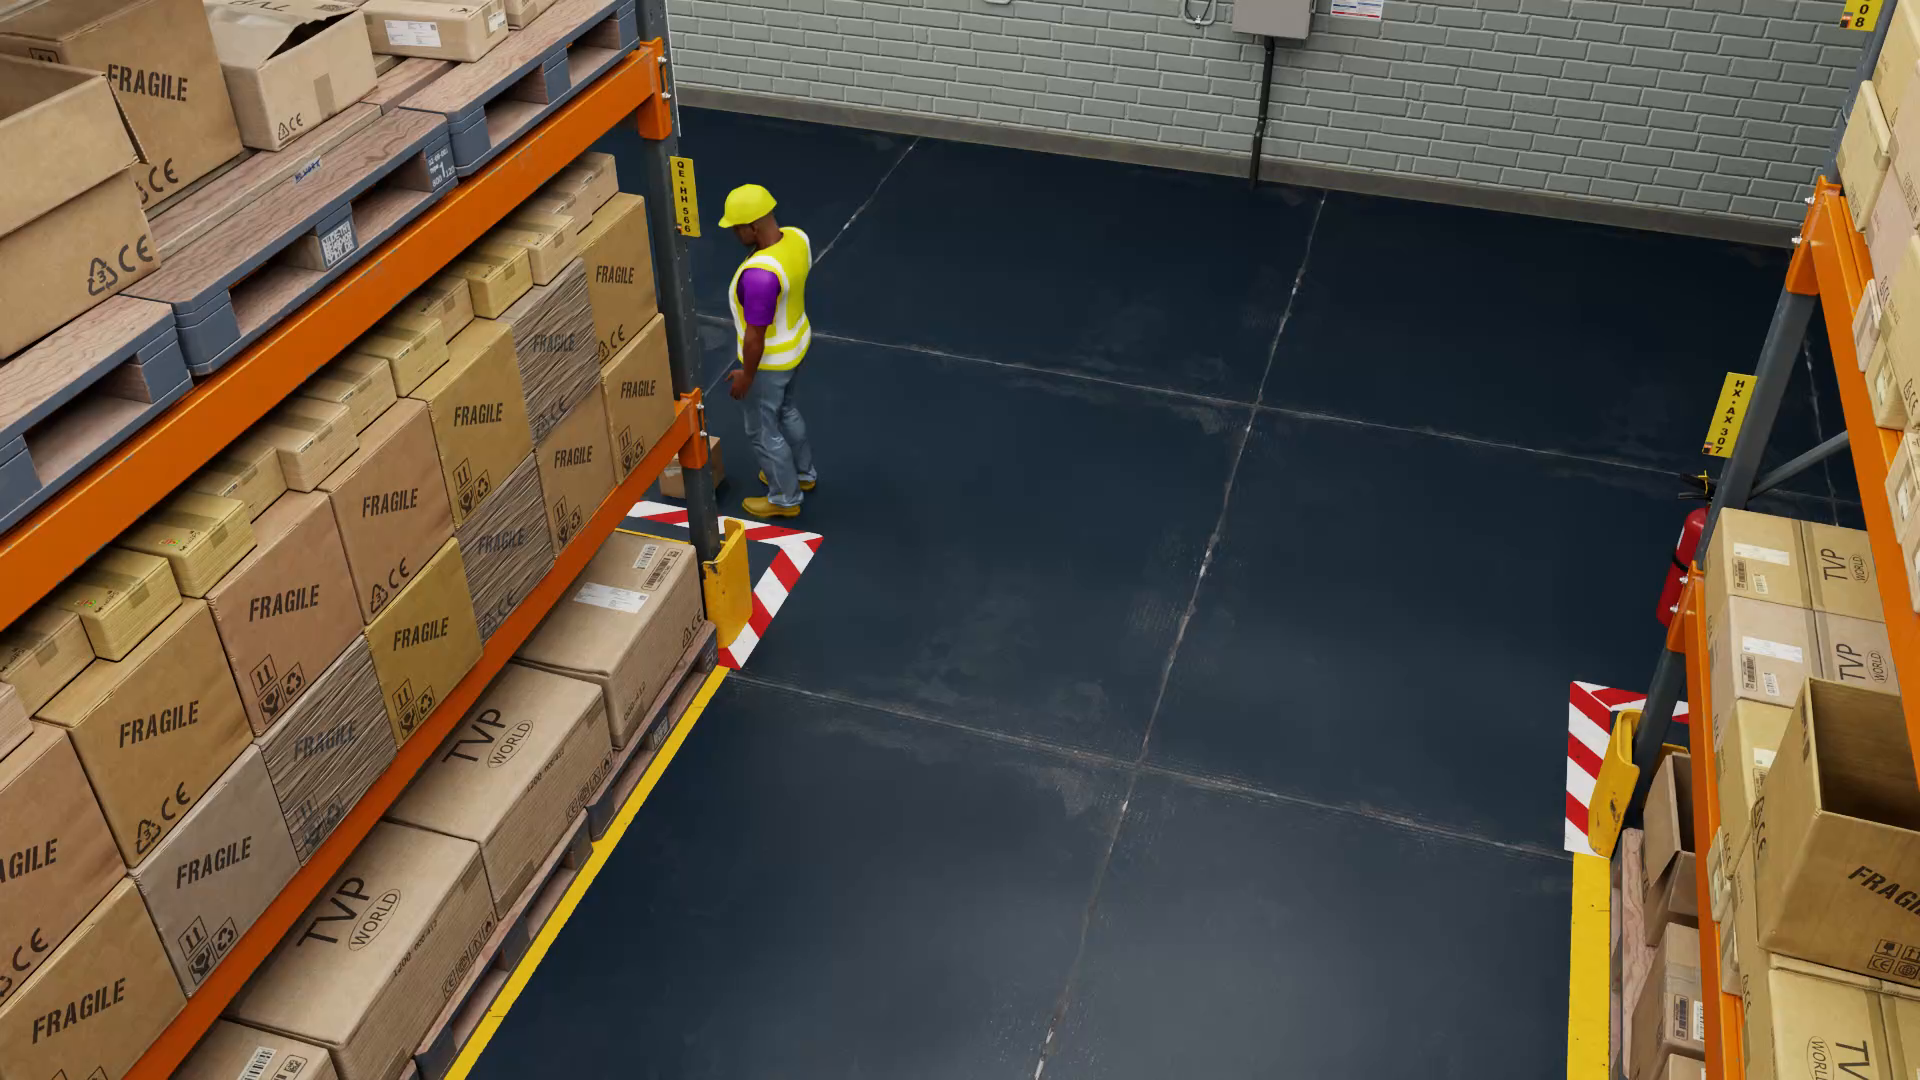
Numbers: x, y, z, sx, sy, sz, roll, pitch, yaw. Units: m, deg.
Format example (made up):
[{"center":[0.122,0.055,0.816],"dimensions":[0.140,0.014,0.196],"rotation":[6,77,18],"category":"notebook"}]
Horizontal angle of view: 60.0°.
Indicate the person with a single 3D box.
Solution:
[{"center":[-0.926,-0.909,8.096],"dimensions":[0.379,1.754,0.571],"rotation":[8,38,11],"category":"person"}]
